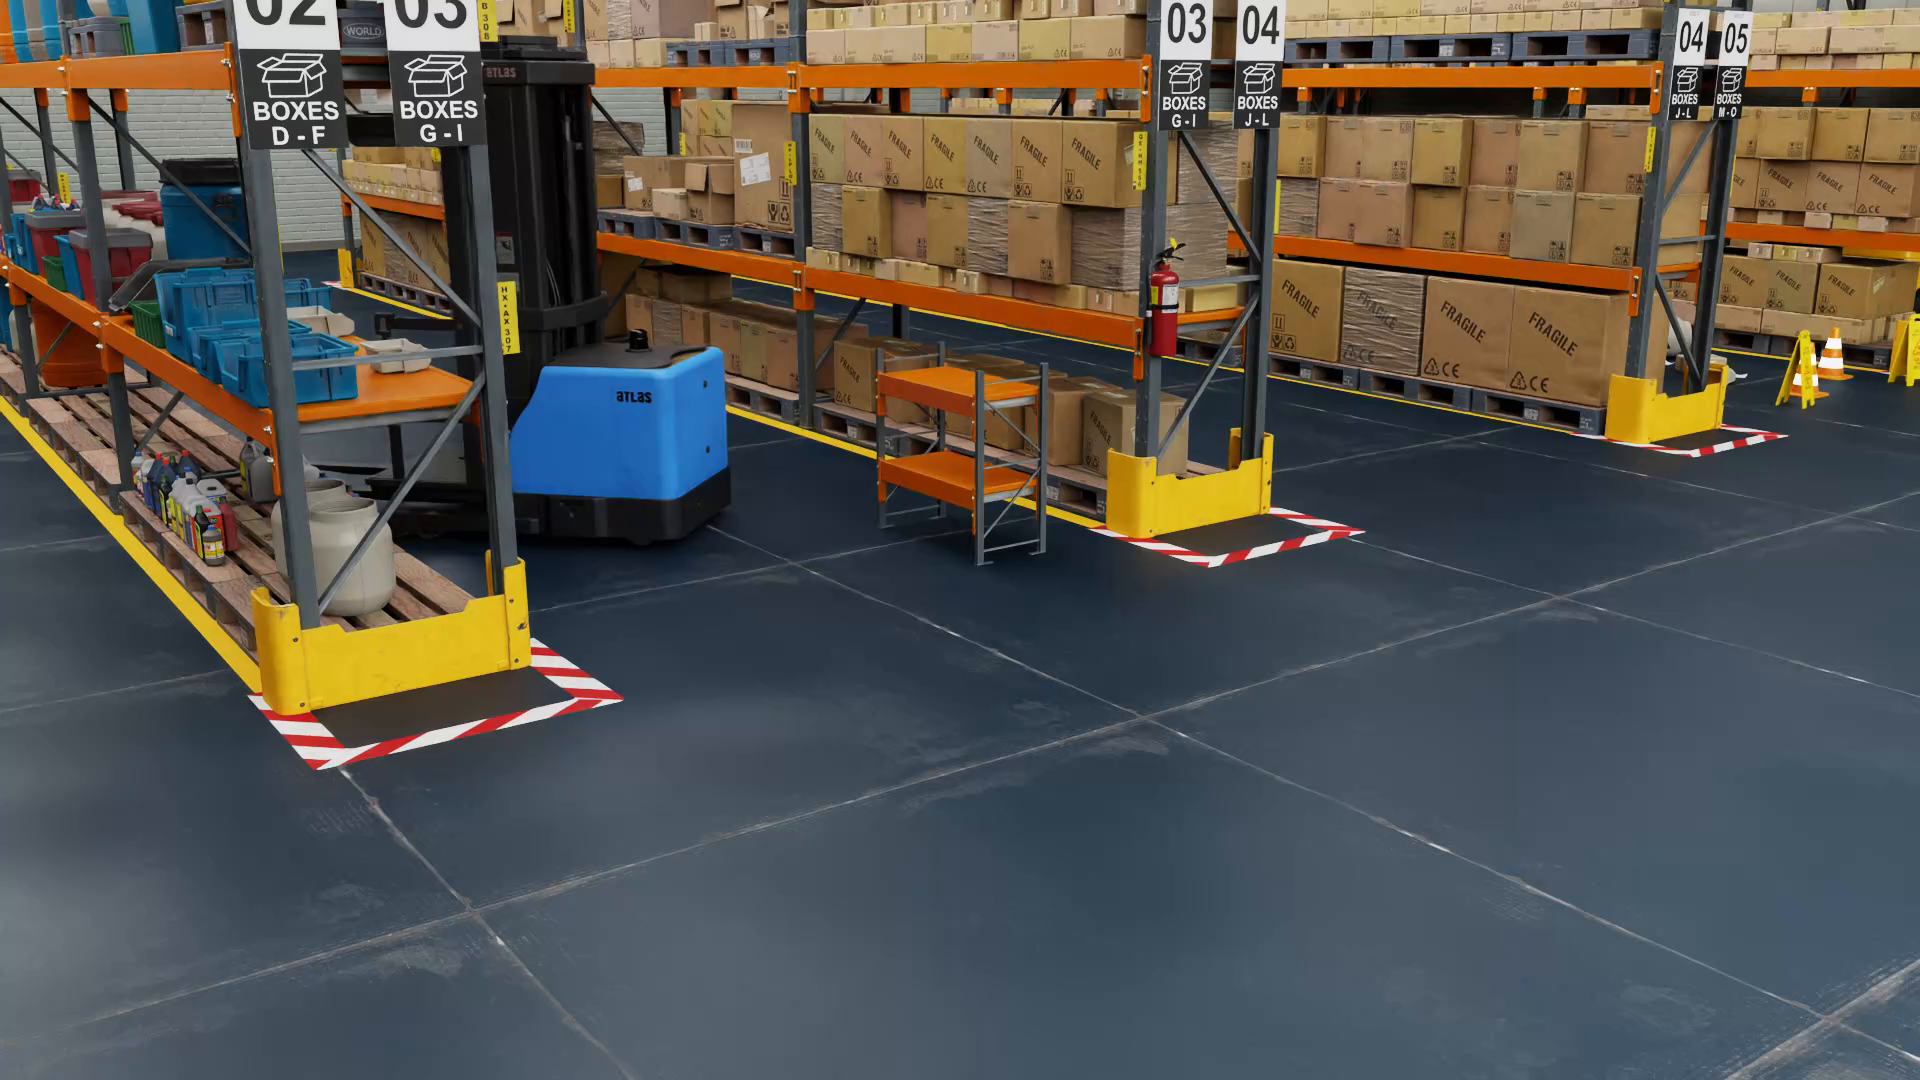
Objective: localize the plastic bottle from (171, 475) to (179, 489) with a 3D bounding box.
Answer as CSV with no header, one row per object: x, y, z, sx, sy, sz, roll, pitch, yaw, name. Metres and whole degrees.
-4.492,-0.238,9.599,0.097,0.271,0.097,0,15,0,plastic bottle

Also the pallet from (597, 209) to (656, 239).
-2.699,-3.039,15.862,1.213,0.211,1.003,-11,19,-35,pallet

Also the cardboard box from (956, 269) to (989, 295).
0.198,-1.771,11.340,0.380,0.149,0.250,-11,19,-35,cardboard box

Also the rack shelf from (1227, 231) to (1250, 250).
2.043,-3.242,17.601,1.077,0.370,4.000,-11,19,-35,rack shelf

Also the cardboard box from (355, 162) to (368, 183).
-7.533,-4.793,21.625,0.500,0.250,0.500,-11,19,-35,cardboard box

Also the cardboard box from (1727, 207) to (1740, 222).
8.005,-3.389,17.253,0.380,0.149,0.250,-11,19,-35,cardboard box

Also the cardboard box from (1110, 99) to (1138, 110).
2.484,-6.611,25.236,0.380,0.149,0.250,-11,19,-35,cardboard box

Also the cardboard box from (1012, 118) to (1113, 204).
0.677,-2.418,10.582,0.500,0.500,0.500,-11,19,-35,cardboard box

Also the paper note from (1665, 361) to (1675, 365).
6.971,-1.757,16.461,0.148,0.019,0.142,-4,16,-15,paper note

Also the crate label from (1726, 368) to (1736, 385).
7.009,-1.522,15.376,0.298,0.136,0.250,7,17,23,crate label

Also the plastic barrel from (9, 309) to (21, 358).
-8.580,-1.951,15.439,0.421,0.512,0.421,0,15,0,plastic barrel

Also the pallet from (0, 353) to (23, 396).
-8.421,-1.576,15.434,1.003,0.211,1.213,-11,19,-35,pallet

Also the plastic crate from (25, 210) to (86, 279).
-6.508,-2.137,12.081,0.402,0.464,0.583,-11,19,-35,plastic crate

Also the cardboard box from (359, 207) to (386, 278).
-7.467,-4.029,22.345,0.875,0.875,0.875,-11,19,-35,cardboard box

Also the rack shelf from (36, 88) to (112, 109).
-8.387,-4.026,14.783,1.077,0.370,4.000,-11,19,-35,rack shelf

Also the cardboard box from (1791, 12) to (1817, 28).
8.414,-5.122,16.392,0.380,0.149,0.250,-12,19,-36,cardboard box

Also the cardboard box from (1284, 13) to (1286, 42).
3.066,-4.962,16.111,0.258,0.266,0.396,-11,19,-35,cardboard box

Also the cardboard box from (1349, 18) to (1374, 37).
3.604,-4.446,14.445,0.380,0.149,0.250,-11,19,-35,cardboard box

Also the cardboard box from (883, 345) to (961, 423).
-0.307,-1.197,12.709,0.500,0.500,0.500,-5,16,-17,cardboard box

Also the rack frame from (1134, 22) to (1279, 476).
1.499,-1.559,10.091,1.000,3.000,0.127,-11,19,-35,rack frame

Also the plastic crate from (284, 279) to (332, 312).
-3.989,-1.379,9.713,0.499,0.251,0.616,-11,19,-35,plastic crate

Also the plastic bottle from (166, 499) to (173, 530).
-4.461,-0.166,9.468,0.097,0.201,0.097,0,15,0,plastic bottle

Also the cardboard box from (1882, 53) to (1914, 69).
8.907,-4.504,15.643,0.380,0.149,0.250,-11,19,-34,cardboard box

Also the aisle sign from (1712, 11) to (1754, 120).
5.855,-3.593,12.596,0.394,0.787,0.004,-11,19,-35,aisle sign

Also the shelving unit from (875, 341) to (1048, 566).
-0.004,-0.544,9.933,0.538,1.125,1.048,-11,19,-35,shelving unit

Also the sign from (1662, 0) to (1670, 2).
5.124,-4.062,12.026,0.100,0.325,0.005,-11,19,-35,sign

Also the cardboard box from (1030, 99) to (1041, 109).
1.321,-6.802,25.935,0.380,0.149,0.250,-11,19,-36,cardboard box

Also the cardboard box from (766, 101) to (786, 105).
-2.288,-5.712,22.616,0.500,0.500,0.500,-12,19,-36,cardboard box

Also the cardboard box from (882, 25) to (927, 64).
-0.196,-3.432,11.535,0.500,0.250,0.500,-12,19,-37,cardboard box

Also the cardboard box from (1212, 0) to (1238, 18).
1.525,-3.221,10.008,0.380,0.149,0.250,-11,19,-35,cardboard box

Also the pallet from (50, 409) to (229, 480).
-6.073,-0.722,12.314,1.003,0.211,1.213,-11,19,-35,pallet

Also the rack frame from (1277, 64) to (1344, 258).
3.219,-3.162,15.946,1.000,3.000,0.127,-11,19,-35,rack frame

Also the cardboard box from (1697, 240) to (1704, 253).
7.781,-3.132,17.601,0.380,0.149,0.250,-10,18,-31,cardboard box

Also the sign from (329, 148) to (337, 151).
-8.361,-5.347,22.139,0.100,0.325,0.005,-11,19,-35,sign

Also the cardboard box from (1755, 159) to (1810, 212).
8.391,-3.577,16.711,0.500,0.500,0.500,-11,19,-35,cardboard box

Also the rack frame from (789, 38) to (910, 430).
-0.852,-2.413,13.212,1.000,3.000,0.127,-11,19,-35,rack frame

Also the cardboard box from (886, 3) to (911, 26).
-0.292,-3.639,11.537,0.380,0.149,0.250,-11,19,-36,cardboard box

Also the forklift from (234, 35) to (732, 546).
-3.039,-1.554,10.201,3.031,2.935,1.130,3,16,11,forklift

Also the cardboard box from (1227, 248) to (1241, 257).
3.952,-4.335,23.462,0.875,0.875,0.875,-11,19,-34,cardboard box

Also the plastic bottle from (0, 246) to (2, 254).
-7.982,-2.500,13.904,0.097,0.201,0.097,0,15,0,plastic bottle

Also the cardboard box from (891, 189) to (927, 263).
0.003,-2.296,12.030,0.875,0.500,0.500,-11,19,-35,cardboard box

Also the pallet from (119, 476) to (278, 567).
-4.498,-0.150,10.223,1.003,0.211,1.213,-11,19,-35,pallet

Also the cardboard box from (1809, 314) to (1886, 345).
8.808,-2.110,16.515,0.500,0.250,0.500,-11,19,-35,cardboard box

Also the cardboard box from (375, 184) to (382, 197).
-7.208,-4.453,21.141,0.380,0.149,0.250,-11,19,-35,cardboard box

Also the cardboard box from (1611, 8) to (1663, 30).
5.101,-3.902,12.461,0.380,0.149,0.250,-11,19,-35,cardboard box

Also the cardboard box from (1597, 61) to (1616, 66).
7.148,-5.171,18.083,0.380,0.149,0.250,-11,19,-35,cardboard box

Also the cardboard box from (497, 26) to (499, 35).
-4.984,-5.480,18.106,0.500,0.311,0.500,-12,19,-36,cardboard box

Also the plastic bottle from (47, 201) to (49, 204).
-8.855,-3.181,16.251,0.152,0.276,0.135,-11,19,-35,plastic bottle

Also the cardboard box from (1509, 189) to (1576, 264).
4.975,-2.566,13.486,0.875,0.550,0.550,-11,19,-35,cardboard box

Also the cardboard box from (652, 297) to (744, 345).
-2.458,-2.018,15.667,0.700,0.500,0.500,-13,20,-39,cardboard box

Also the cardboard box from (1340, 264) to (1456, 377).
4.065,-2.002,14.939,0.875,0.875,0.875,-11,19,-34,cardboard box

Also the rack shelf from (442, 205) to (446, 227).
-4.380,-3.348,17.988,1.077,0.370,4.000,-11,19,-35,rack shelf

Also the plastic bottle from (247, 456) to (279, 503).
-4.239,-0.381,10.112,0.152,0.276,0.135,-11,19,-35,plastic bottle

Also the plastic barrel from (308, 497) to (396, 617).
-2.956,0.078,8.025,0.421,0.512,0.421,0,15,0,plastic barrel

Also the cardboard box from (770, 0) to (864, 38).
-1.049,-4.228,13.169,0.797,0.503,0.637,-12,19,-37,cardboard box

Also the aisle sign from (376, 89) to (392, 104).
-7.708,-6.292,22.457,0.394,0.787,0.004,-11,19,-35,aisle sign

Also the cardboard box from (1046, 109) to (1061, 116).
1.667,-6.358,25.540,0.500,0.500,0.500,-11,19,-35,cardboard box
